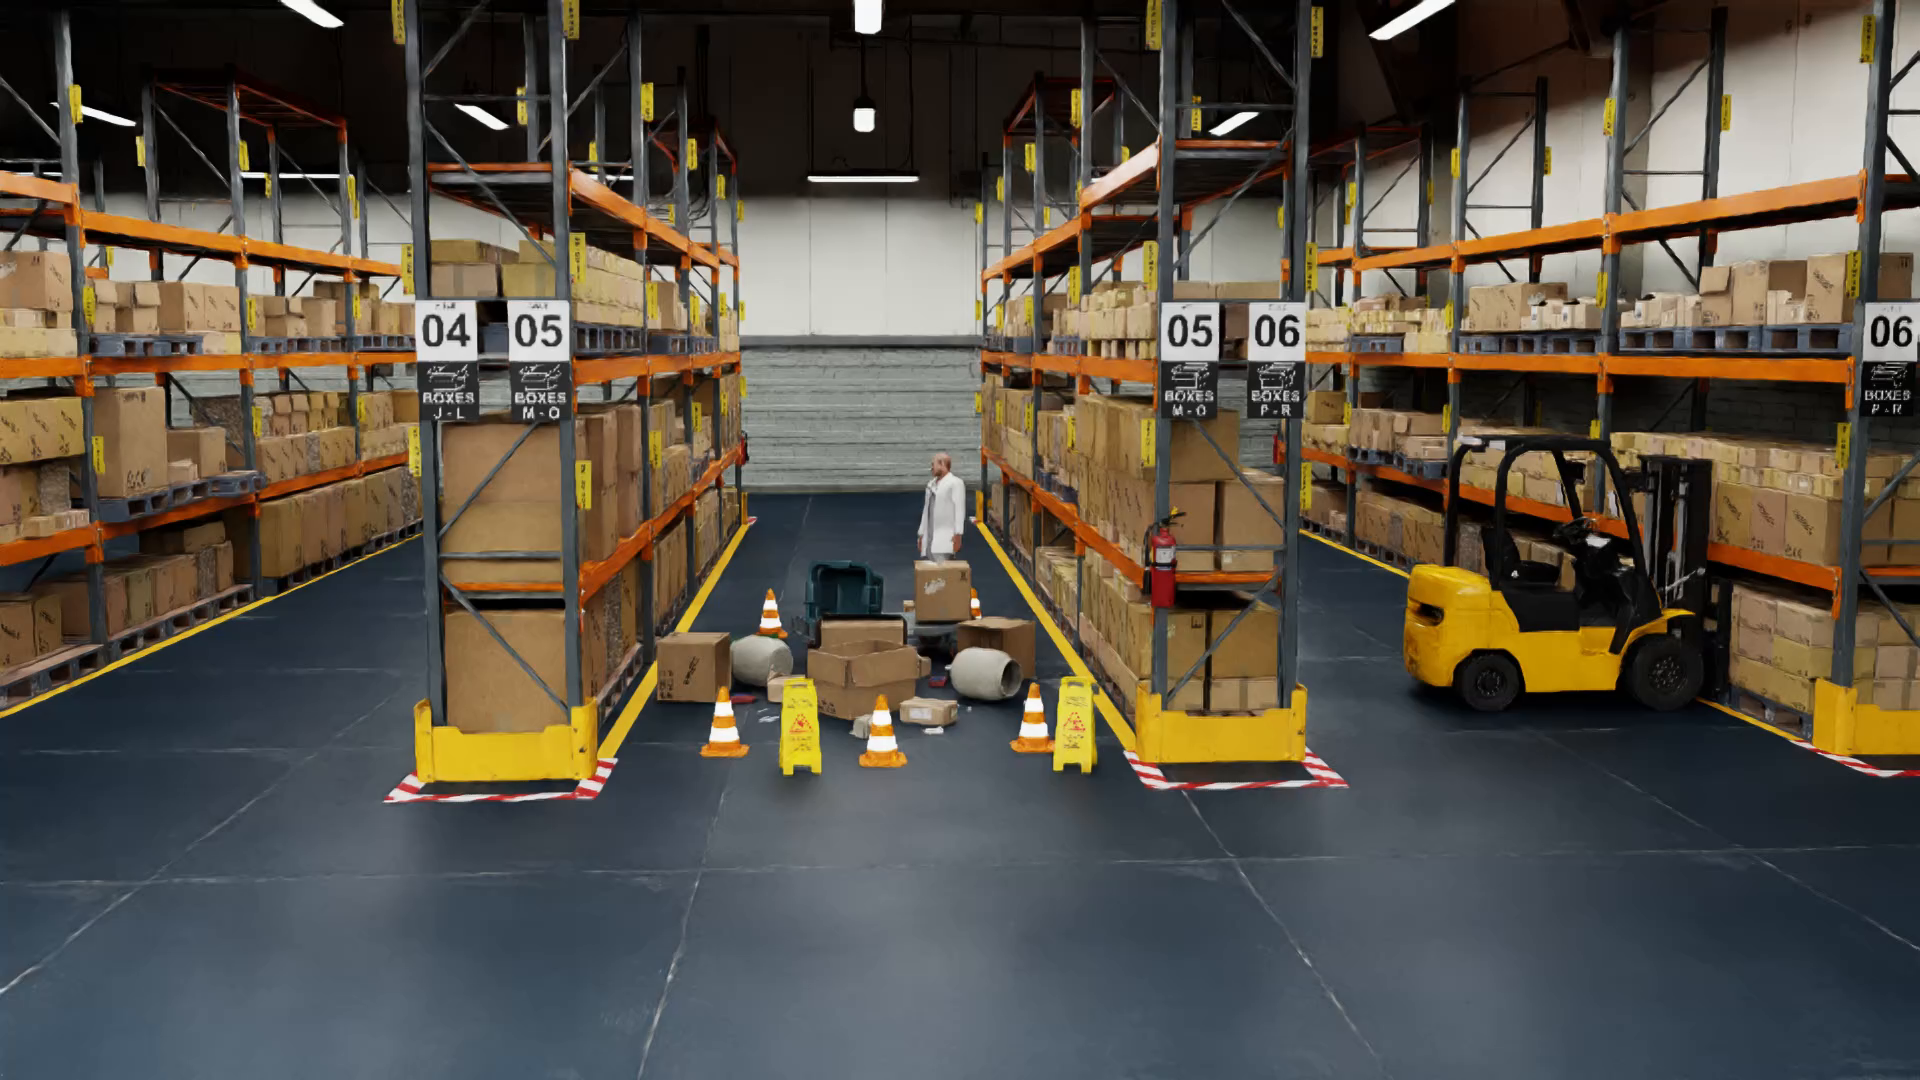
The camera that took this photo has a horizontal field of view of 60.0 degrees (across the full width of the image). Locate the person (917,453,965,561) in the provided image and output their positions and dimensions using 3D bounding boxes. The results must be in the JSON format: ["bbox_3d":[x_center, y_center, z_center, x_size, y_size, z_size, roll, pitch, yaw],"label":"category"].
[{"bbox_3d":[-0.211,-0.038,17.614,0.647,1.752,0.650,-6,9,-42],"label":"person"}]
